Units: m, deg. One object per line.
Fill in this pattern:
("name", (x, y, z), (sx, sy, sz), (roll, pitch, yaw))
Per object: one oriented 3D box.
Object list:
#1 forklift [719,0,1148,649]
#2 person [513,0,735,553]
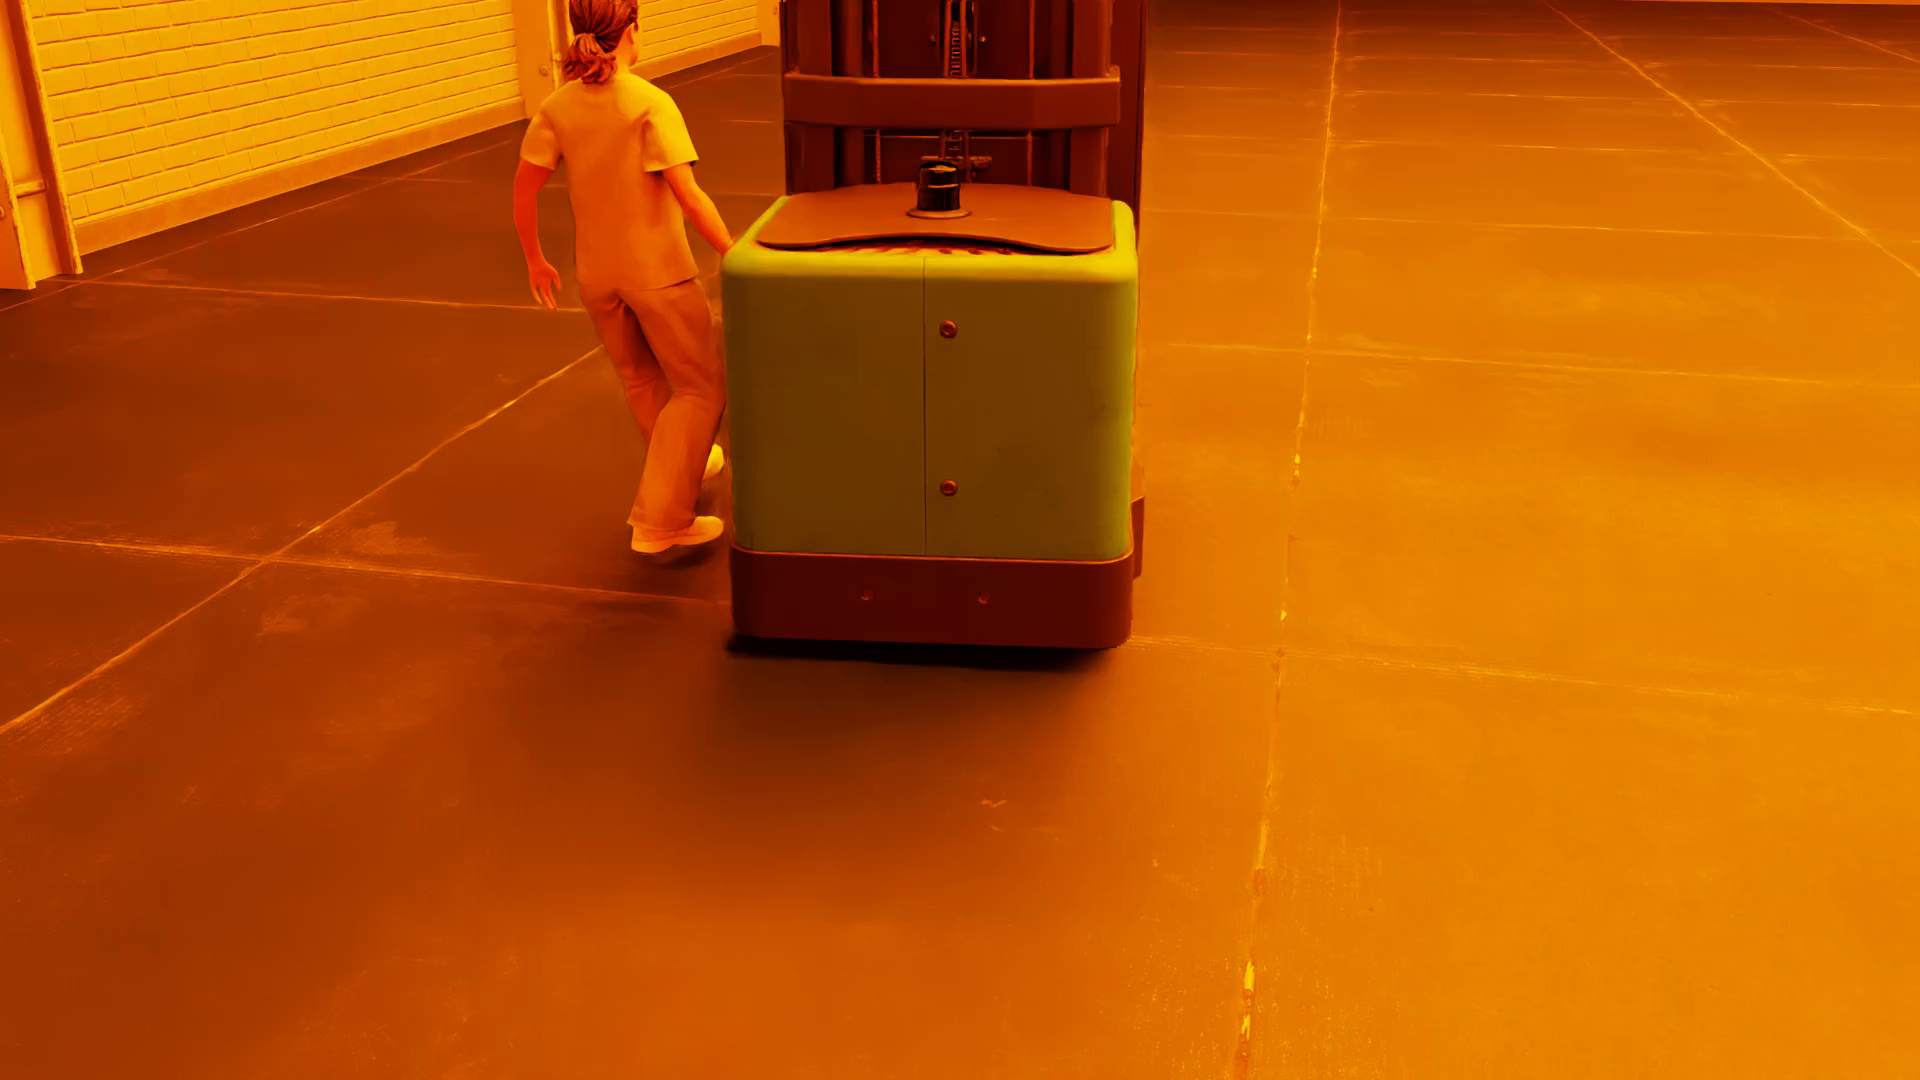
("forklift", (0.029, -1.593, 5.172), (1.130, 2.935, 3.031), (2, 22, 4))
("person", (-0.837, -0.821, 4.910), (0.679, 1.628, 0.747), (9, 24, 22))
